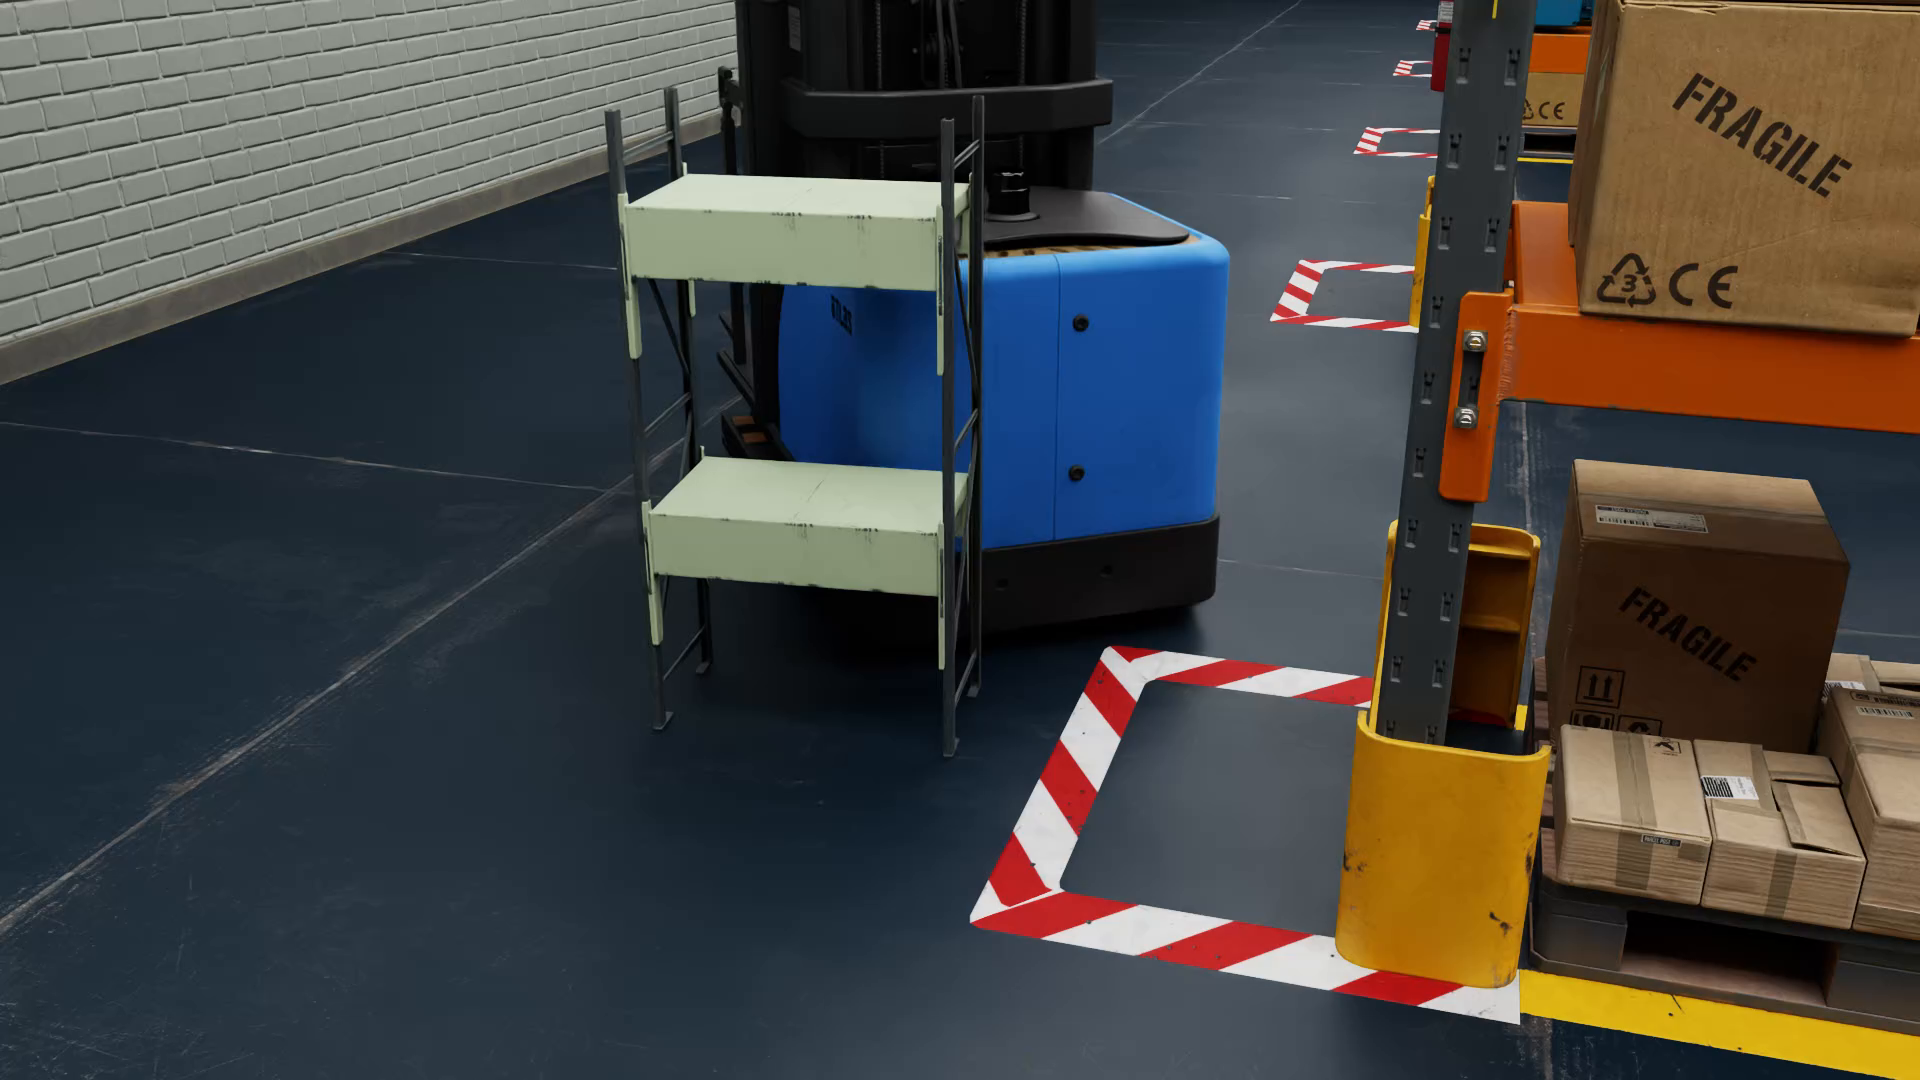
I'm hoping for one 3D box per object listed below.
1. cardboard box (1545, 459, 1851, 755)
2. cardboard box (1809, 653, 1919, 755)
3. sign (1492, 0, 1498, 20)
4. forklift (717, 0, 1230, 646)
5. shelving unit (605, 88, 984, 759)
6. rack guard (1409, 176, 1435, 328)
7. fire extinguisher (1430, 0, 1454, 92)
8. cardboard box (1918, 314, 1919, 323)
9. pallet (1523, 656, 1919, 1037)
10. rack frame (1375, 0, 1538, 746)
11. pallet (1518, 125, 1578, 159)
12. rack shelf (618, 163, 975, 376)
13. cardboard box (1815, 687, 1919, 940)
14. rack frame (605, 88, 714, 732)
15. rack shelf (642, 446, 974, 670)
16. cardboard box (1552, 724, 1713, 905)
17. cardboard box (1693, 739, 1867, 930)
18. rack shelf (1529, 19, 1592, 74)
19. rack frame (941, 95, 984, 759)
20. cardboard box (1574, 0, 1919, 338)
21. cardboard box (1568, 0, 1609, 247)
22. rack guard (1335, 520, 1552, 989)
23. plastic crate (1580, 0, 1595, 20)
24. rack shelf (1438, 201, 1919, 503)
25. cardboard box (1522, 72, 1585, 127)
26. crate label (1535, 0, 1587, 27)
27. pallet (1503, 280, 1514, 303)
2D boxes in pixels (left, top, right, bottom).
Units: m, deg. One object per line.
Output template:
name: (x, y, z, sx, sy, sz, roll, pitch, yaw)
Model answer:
cardboard box: (1.581, 0.160, 3.642, 0.500, 0.500, 0.500, 7, 23, 16)
cardboard box: (1.943, 0.391, 3.517, 0.250, 0.166, 0.380, 7, 23, 16)
sign: (0.833, -0.967, 2.533, 0.005, 0.325, 0.100, 7, 23, 16)
forklift: (-0.218, -1.607, 5.325, 1.130, 2.935, 3.031, -7, 23, -17)
shelving unit: (-0.352, -0.269, 3.950, 0.755, 1.500, 0.431, 4, 23, 10)
rack guard: (2.397, -1.404, 8.034, 0.348, 0.500, 1.175, 7, 23, 16)
fire extinguisher: (2.411, -2.536, 8.093, 0.183, 0.674, 0.296, 7, 23, 16)
cardboard box: (1.834, -0.610, 2.674, 0.500, 0.500, 0.500, 6, 23, 15)
pallet: (1.826, 0.622, 3.475, 1.213, 0.211, 1.003, 7, 23, 16)
rack frame: (0.990, -0.763, 3.178, 0.127, 3.000, 1.000, 7, 23, 16)
pallet: (4.643, -3.013, 12.336, 1.213, 0.211, 1.003, 7, 23, 16)
rack shelf: (-0.352, -0.630, 3.802, 0.720, 0.370, 0.431, 4, 23, 10)
cardboard box: (1.907, 0.523, 3.086, 0.500, 0.250, 0.500, 7, 23, 16)
rack frame: (-0.711, -0.295, 4.013, 0.023, 1.500, 0.400, 4, 23, 10)
rack shelf: (-0.352, 0.032, 4.074, 0.720, 0.370, 0.431, 4, 23, 10)
cardboard box: (1.291, 0.523, 3.219, 0.250, 0.149, 0.380, 7, 23, 16)
cardboard box: (1.531, 0.542, 3.149, 0.250, 0.166, 0.380, 7, 23, 16)
rack shelf: (4.339, -2.010, 7.167, 4.000, 0.370, 1.077, 7, 23, 16)
rack frame: (0.008, -0.244, 3.887, 0.023, 1.500, 0.400, 4, 23, 10)
cardboard box: (1.338, -0.665, 2.807, 0.500, 0.500, 0.500, 7, 23, 17)
cardboard box: (1.497, -0.859, 3.280, 0.500, 0.500, 0.500, 7, 23, 17)
rack guard: (1.062, 0.402, 3.632, 0.348, 0.500, 1.175, 7, 23, 16)
plastic crate: (2.799, -2.638, 7.622, 0.499, 0.435, 0.616, 7, 23, 16)
rack shelf: (2.904, -0.211, 2.780, 4.000, 0.370, 1.077, 7, 23, 16)
cardboard box: (4.491, -3.532, 12.175, 0.875, 0.875, 0.875, 7, 23, 16)
crate label: (2.565, -2.366, 7.227, 0.303, 0.233, 0.416, 7, 23, 16)
pallet: (3.202, -1.168, 7.839, 1.213, 0.211, 1.003, 7, 23, 16)
